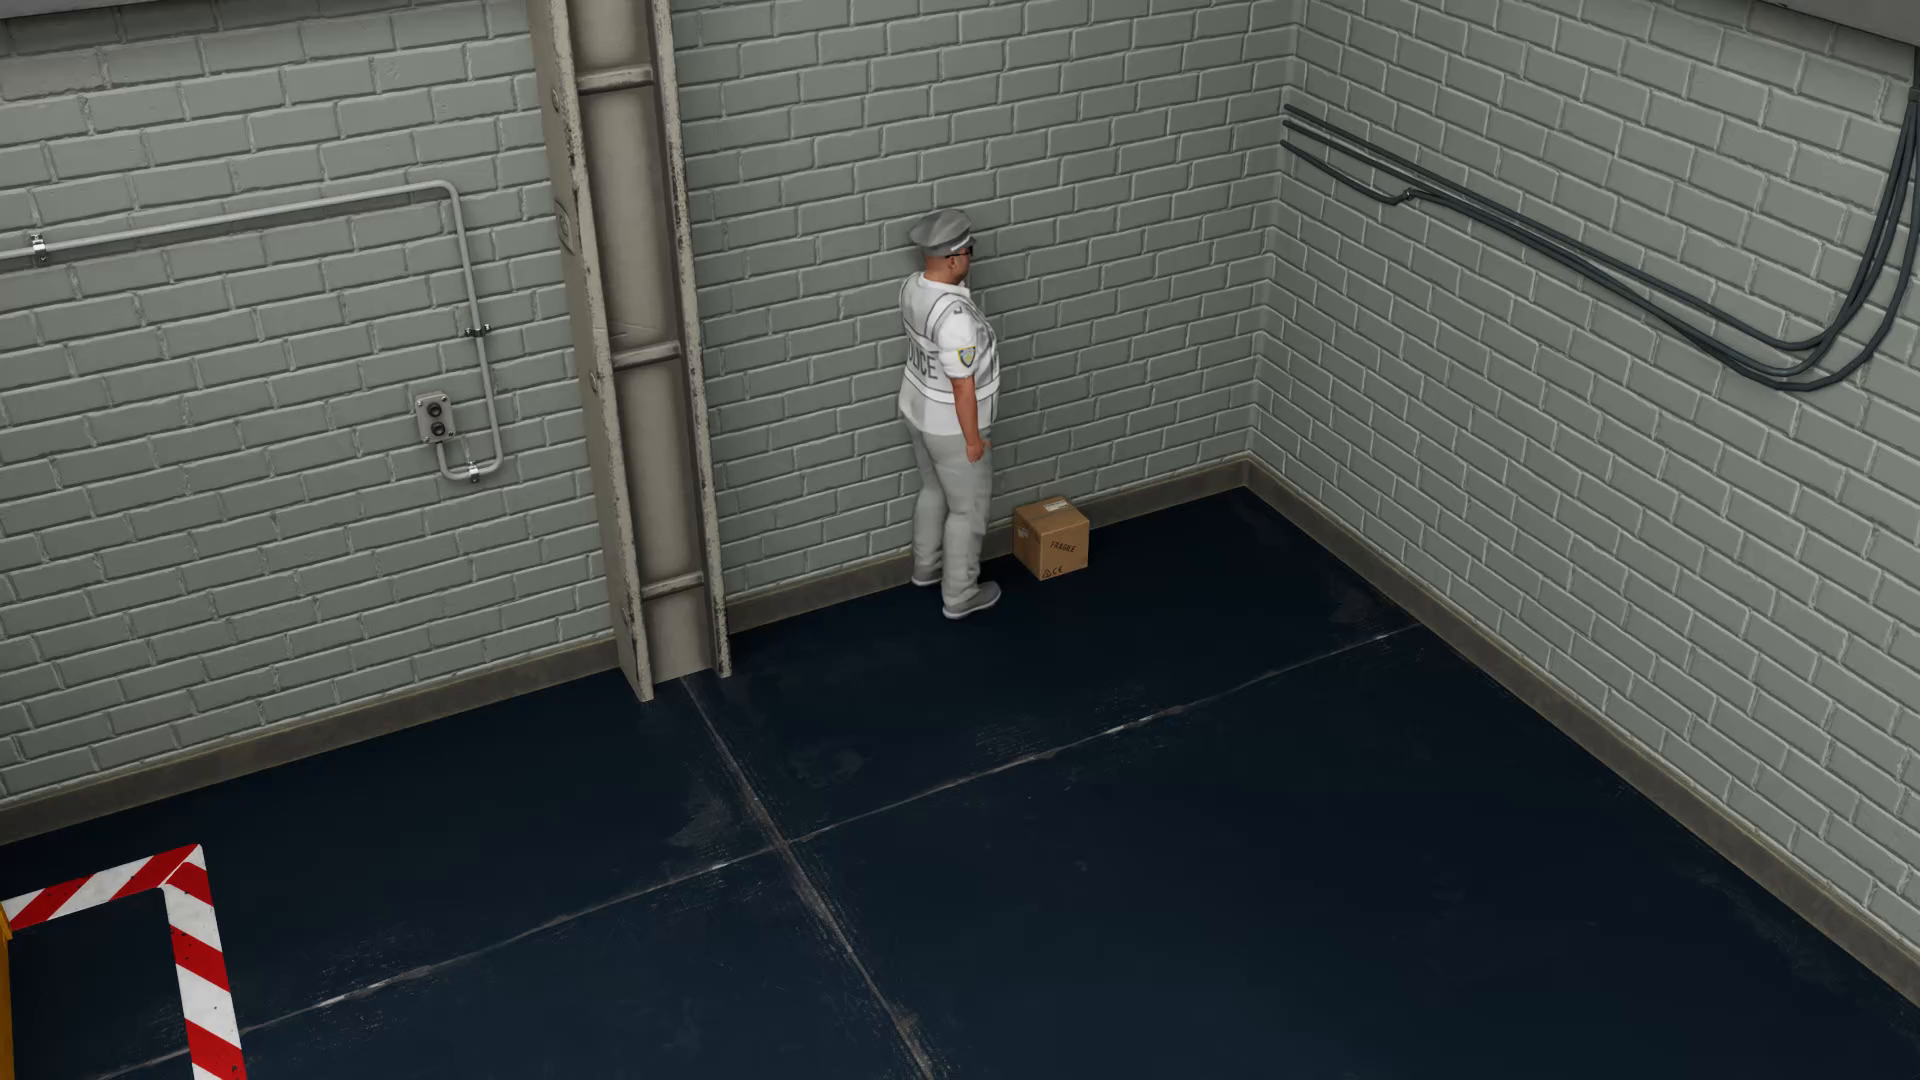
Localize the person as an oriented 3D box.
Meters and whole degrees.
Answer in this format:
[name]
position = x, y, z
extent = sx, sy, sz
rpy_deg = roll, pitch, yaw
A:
[person]
position = -0.041, -0.525, 6.938
extent = 0.394, 1.768, 0.532
rpy_deg = -15, 36, -22
